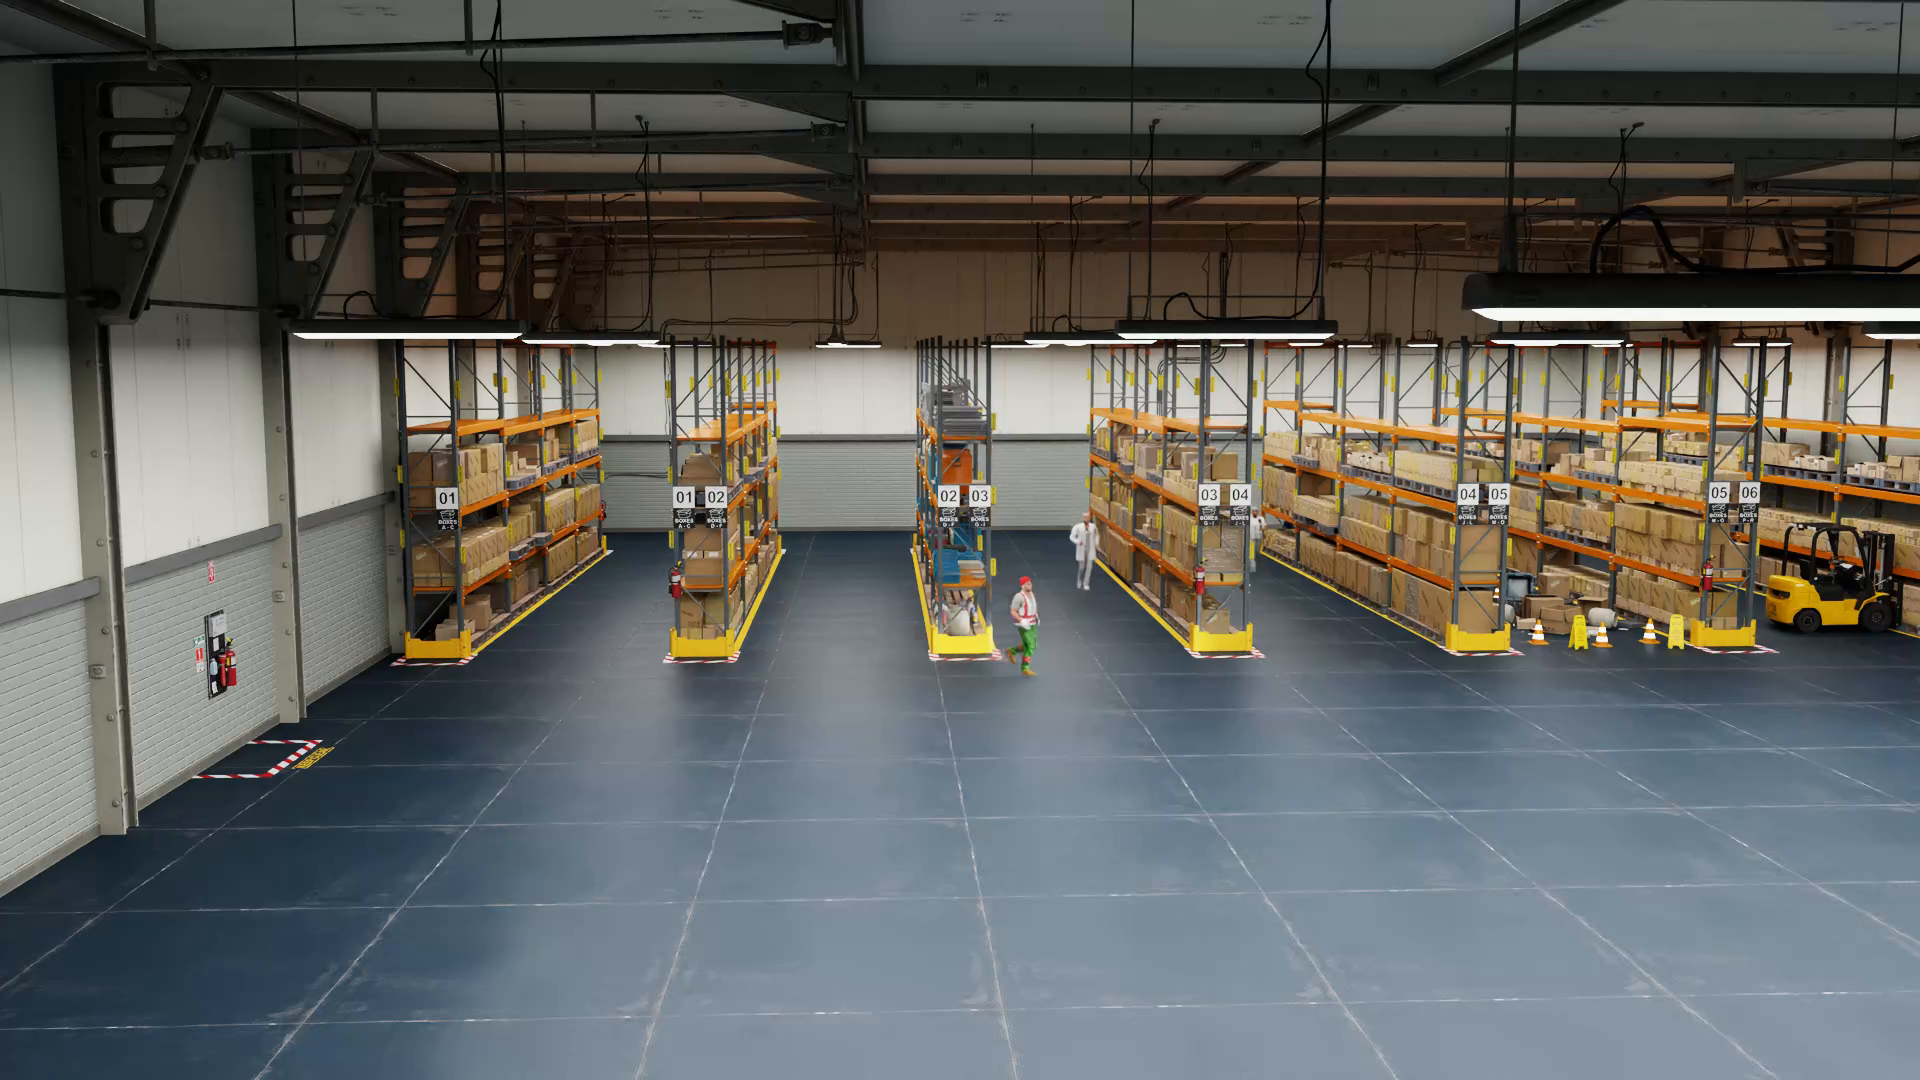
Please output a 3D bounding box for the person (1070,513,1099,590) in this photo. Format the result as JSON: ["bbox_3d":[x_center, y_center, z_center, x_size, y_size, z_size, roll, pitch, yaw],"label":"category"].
[{"bbox_3d":[2.867,0.273,37.972,0.713,1.714,0.684,-1,7,-9],"label":"person"}]

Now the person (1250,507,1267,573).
[{"bbox_3d":[7.721,-0.026,43.417,0.591,1.690,0.853,0,6,2],"label":"person"}]

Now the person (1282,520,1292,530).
[{"bbox_3d":[9.733,-0.634,49.159,0.607,1.629,0.769,5,8,35],"label":"person"}]

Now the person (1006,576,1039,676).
[{"bbox_3d":[1.120,1.508,29.500,0.613,1.760,0.676,5,8,37],"label":"person"}]
